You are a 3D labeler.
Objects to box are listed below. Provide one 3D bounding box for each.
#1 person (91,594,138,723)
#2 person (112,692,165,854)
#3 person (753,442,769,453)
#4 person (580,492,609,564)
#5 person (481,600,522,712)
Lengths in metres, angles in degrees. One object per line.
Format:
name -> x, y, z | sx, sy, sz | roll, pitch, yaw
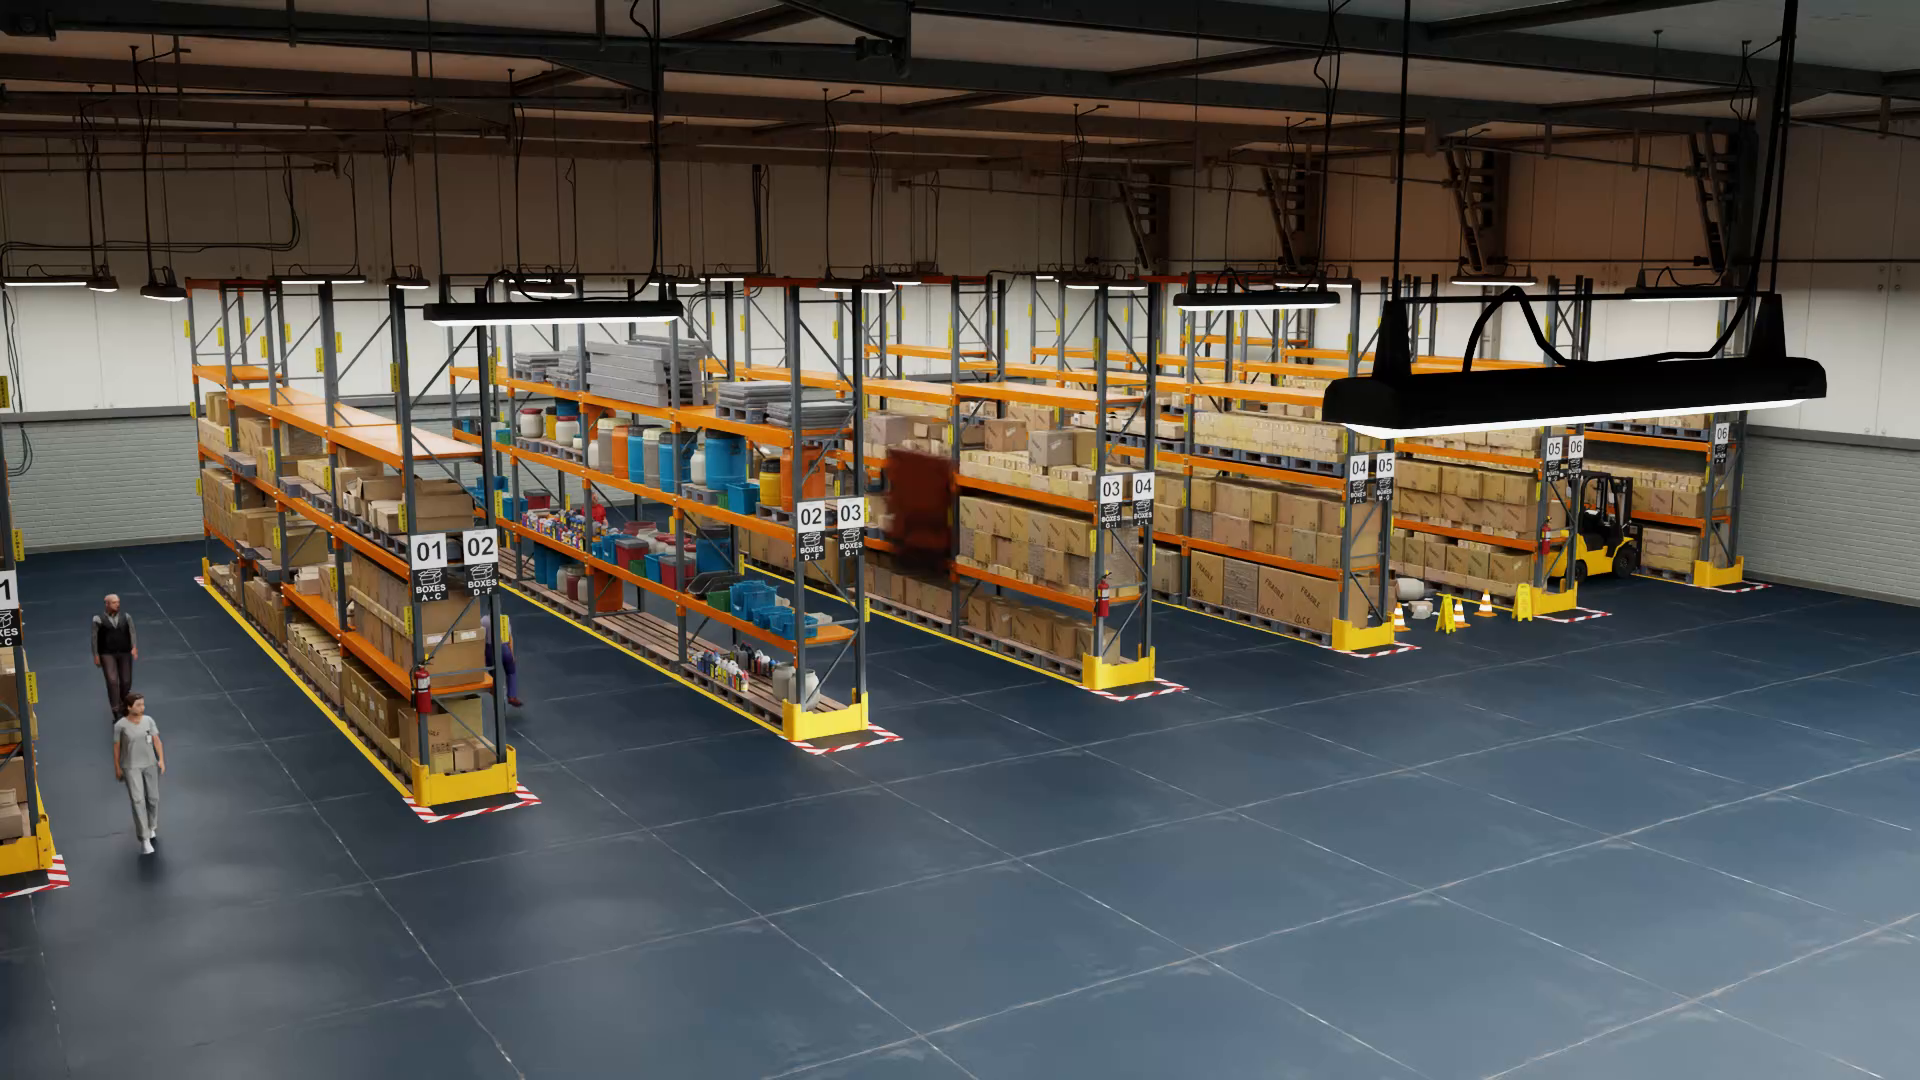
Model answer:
person -> -11.749, 1.640, 23.232 | 0.568, 1.722, 0.752 | -9, 13, -41
person -> -8.891, 2.512, 18.144 | 0.740, 1.663, 0.465 | 9, 13, 43
person -> -5.175, -1.789, 43.212 | 0.736, 1.764, 0.579 | -8, 12, -39
person -> -7.388, -0.141, 33.678 | 1.069, 1.674, 0.591 | 8, 13, 40
person -> -6.479, 1.634, 23.388 | 0.546, 1.622, 0.464 | -4, 10, -23
